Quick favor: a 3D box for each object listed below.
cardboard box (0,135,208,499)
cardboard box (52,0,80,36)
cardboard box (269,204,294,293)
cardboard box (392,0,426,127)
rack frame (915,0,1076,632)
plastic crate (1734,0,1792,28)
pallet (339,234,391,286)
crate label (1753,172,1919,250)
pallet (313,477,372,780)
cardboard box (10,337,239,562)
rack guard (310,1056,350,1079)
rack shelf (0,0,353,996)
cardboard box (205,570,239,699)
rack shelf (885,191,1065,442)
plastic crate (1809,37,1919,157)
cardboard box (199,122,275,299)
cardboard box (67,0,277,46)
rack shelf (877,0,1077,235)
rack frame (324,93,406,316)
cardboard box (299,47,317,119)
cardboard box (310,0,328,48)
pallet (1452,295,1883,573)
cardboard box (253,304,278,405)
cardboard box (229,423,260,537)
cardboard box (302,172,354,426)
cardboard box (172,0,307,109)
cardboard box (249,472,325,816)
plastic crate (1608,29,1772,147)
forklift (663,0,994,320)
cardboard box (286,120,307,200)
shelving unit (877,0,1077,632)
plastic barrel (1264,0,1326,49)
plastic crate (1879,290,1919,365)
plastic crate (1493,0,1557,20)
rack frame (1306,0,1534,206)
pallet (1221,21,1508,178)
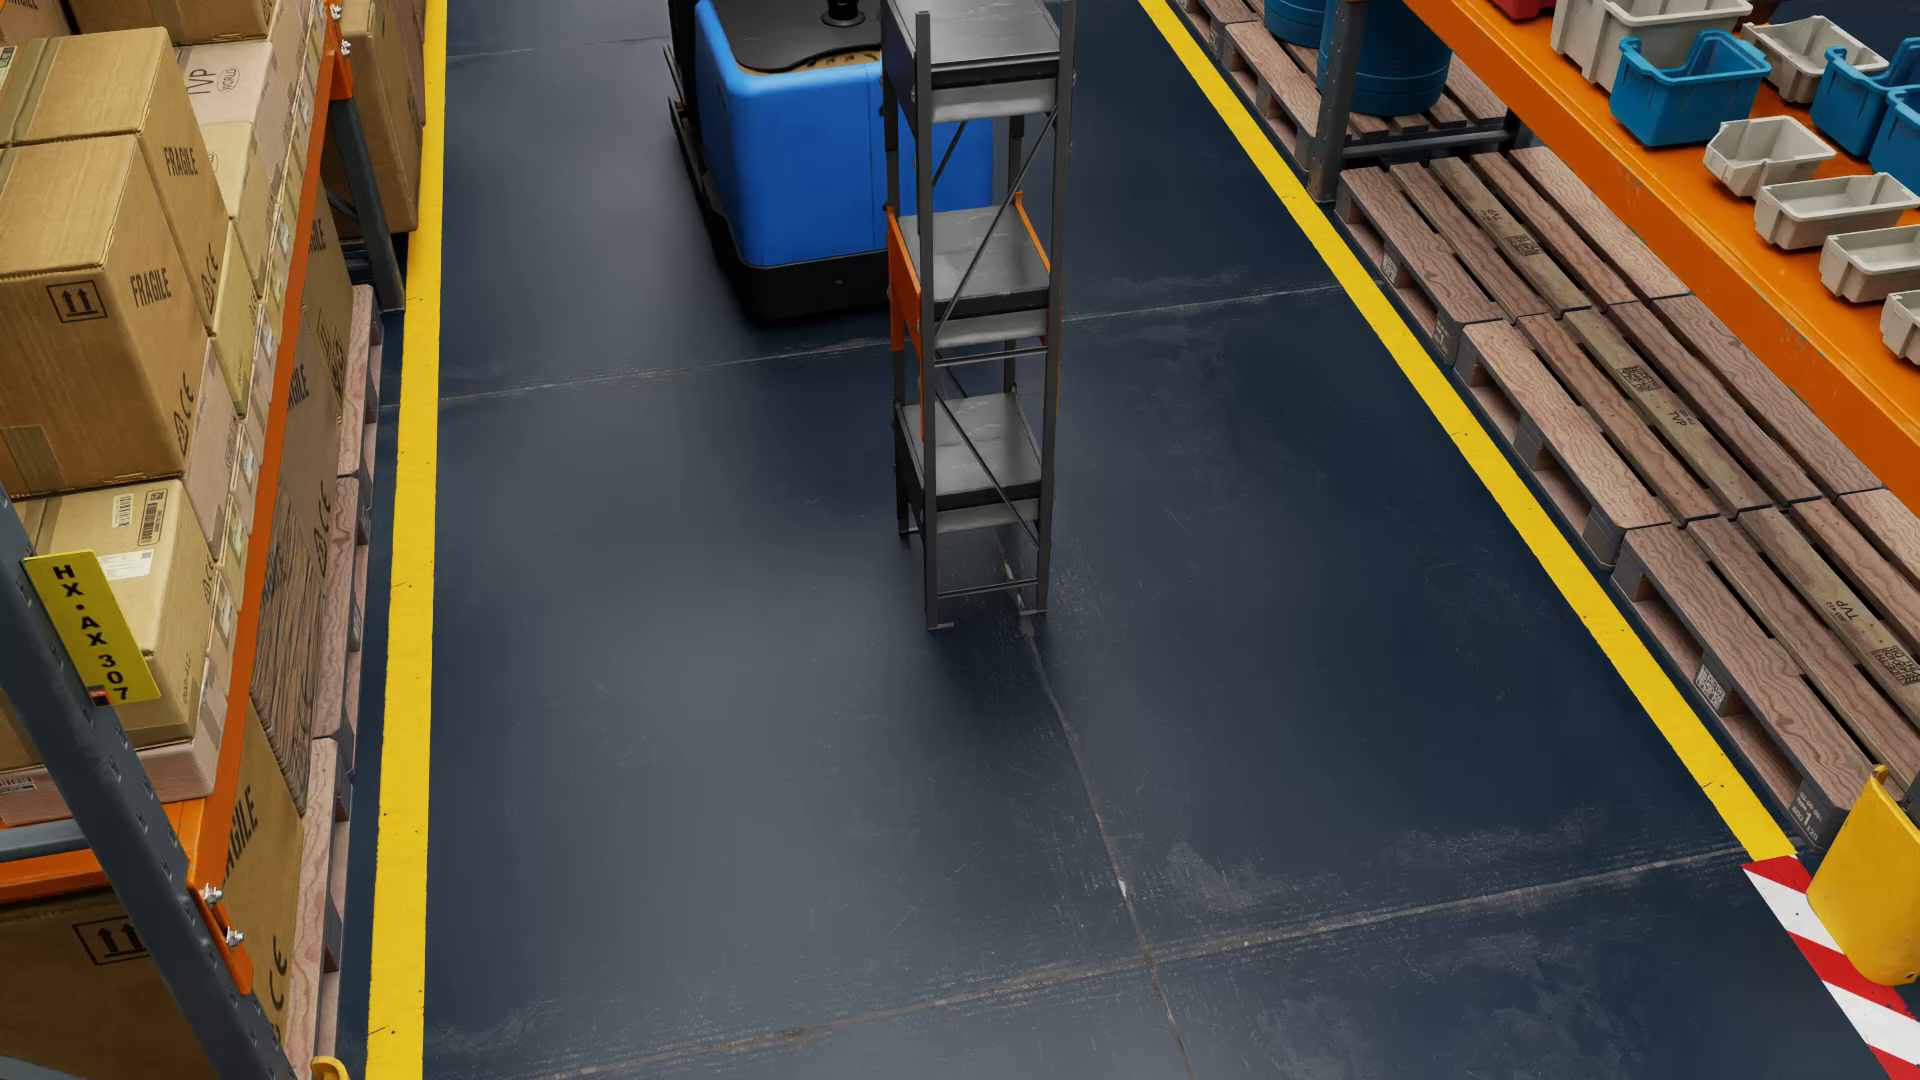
[{"bbox_3d":[-1.853,-0.437,3.307,0.500,0.500,0.500,-9,42,-10],"label":"cardboard box"},{"bbox_3d":[-2.816,-1.688,4.717,0.500,0.500,0.500,-8,42,-9],"label":"cardboard box"},{"bbox_3d":[-2.051,-0.778,4.556,0.380,0.149,0.250,-8,42,-9],"label":"cardboard box"},{"bbox_3d":[-3.120,-2.374,7.449,1.225,0.875,0.875,-10,43,-11],"label":"cardboard box"},{"bbox_3d":[0.088,-0.520,4.754,0.400,2.100,0.015,-8,42,-9],"label":"rack frame"},{"bbox_3d":[2.572,-1.962,5.863,0.437,0.125,0.590,-8,42,-9],"label":"plastic crate"},{"bbox_3d":[-3.008,-1.467,7.243,1.003,0.211,1.213,-8,42,-9],"label":"pallet"},{"bbox_3d":[2.446,-0.931,4.692,0.396,0.136,0.243,-8,42,-9],"label":"crate label"},{"bbox_3d":[-2.414,0.319,5.232,1.003,0.211,1.213,-8,42,-9],"label":"pallet"},{"bbox_3d":[-1.864,-0.168,3.569,0.500,0.250,0.500,-9,42,-10],"label":"cardboard box"},{"bbox_3d":[-1.900,1.523,3.658,1.175,0.500,0.348,-8,42,-9],"label":"rack guard"},{"bbox_3d":[-2.337,-0.455,4.545,1.077,0.370,4.000,-8,42,-9],"label":"rack shelf"},{"bbox_3d":[-1.716,0.223,3.428,0.380,0.149,0.250,-9,42,-10],"label":"cardboard box"},{"bbox_3d":[0.036,-0.668,4.941,0.431,0.518,0.480,-8,42,-9],"label":"rack shelf"},{"bbox_3d":[2.851,-1.352,5.095,0.416,0.233,0.300,-8,42,-9],"label":"plastic crate"},{"bbox_3d":[-2.086,-0.832,4.317,0.500,0.250,0.500,-9,42,-10],"label":"cardboard box"},{"bbox_3d":[-2.304,-1.771,4.809,0.500,0.500,0.500,-8,42,-9],"label":"cardboard box"},{"bbox_3d":[0.036,-1.191,4.476,0.431,0.518,0.480,-8,42,-9],"label":"rack shelf"},{"bbox_3d":[-2.768,-2.020,5.766,1.000,3.000,0.127,-8,42,-9],"label":"rack frame"},{"bbox_3d":[-2.272,-1.442,5.305,0.380,0.149,0.250,-9,42,-10],"label":"cardboard box"},{"bbox_3d":[-2.383,-1.776,5.680,0.380,0.149,0.250,-8,42,-9],"label":"cardboard box"},{"bbox_3d":[2.531,-0.424,6.068,1.003,0.211,1.213,-8,42,-9],"label":"pallet"},{"bbox_3d":[-1.939,-0.444,4.180,0.380,0.149,0.250,-9,42,-10],"label":"cardboard box"},{"bbox_3d":[-1.829,-0.112,3.806,0.380,0.149,0.250,-9,42,-10],"label":"cardboard box"},{"bbox_3d":[-2.704,-0.943,5.837,0.875,0.875,0.875,-8,42,-9],"label":"cardboard box"},{"bbox_3d":[-2.303,-1.492,5.060,0.500,0.250,0.500,-7,42,-8],"label":"cardboard box"},{"bbox_3d":[-2.318,0.217,4.530,0.875,0.875,0.875,-8,42,-9],"label":"cardboard box"},{"bbox_3d":[2.238,-1.391,5.139,0.416,0.233,0.300,-8,42,-9],"label":"plastic crate"},{"bbox_3d":[-0.751,-2.965,6.883,1.130,2.935,3.031,-11,43,-12],"label":"forklift"},{"bbox_3d":[-2.160,-1.109,4.929,0.380,0.149,0.250,-8,42,-8],"label":"cardboard box"},{"bbox_3d":[0.036,-0.678,4.932,0.431,2.100,0.503,-8,42,-9],"label":"shelving unit"},{"bbox_3d":[1.814,-2.916,8.040,0.600,0.901,0.708,-8,42,-9],"label":"plastic barrel"},{"bbox_3d":[2.579,-0.564,4.279,0.396,0.136,0.243,-8,42,-9],"label":"plastic crate"},{"bbox_3d":[2.016,-2.162,5.832,0.402,0.464,0.583,-8,42,-9],"label":"plastic crate"},{"bbox_3d":[2.068,-2.730,6.566,1.000,3.000,0.127,-8,42,-9],"label":"rack frame"},{"bbox_3d":[1.942,-2.193,8.062,1.003,0.211,1.213,-8,42,-9],"label":"pallet"}]
